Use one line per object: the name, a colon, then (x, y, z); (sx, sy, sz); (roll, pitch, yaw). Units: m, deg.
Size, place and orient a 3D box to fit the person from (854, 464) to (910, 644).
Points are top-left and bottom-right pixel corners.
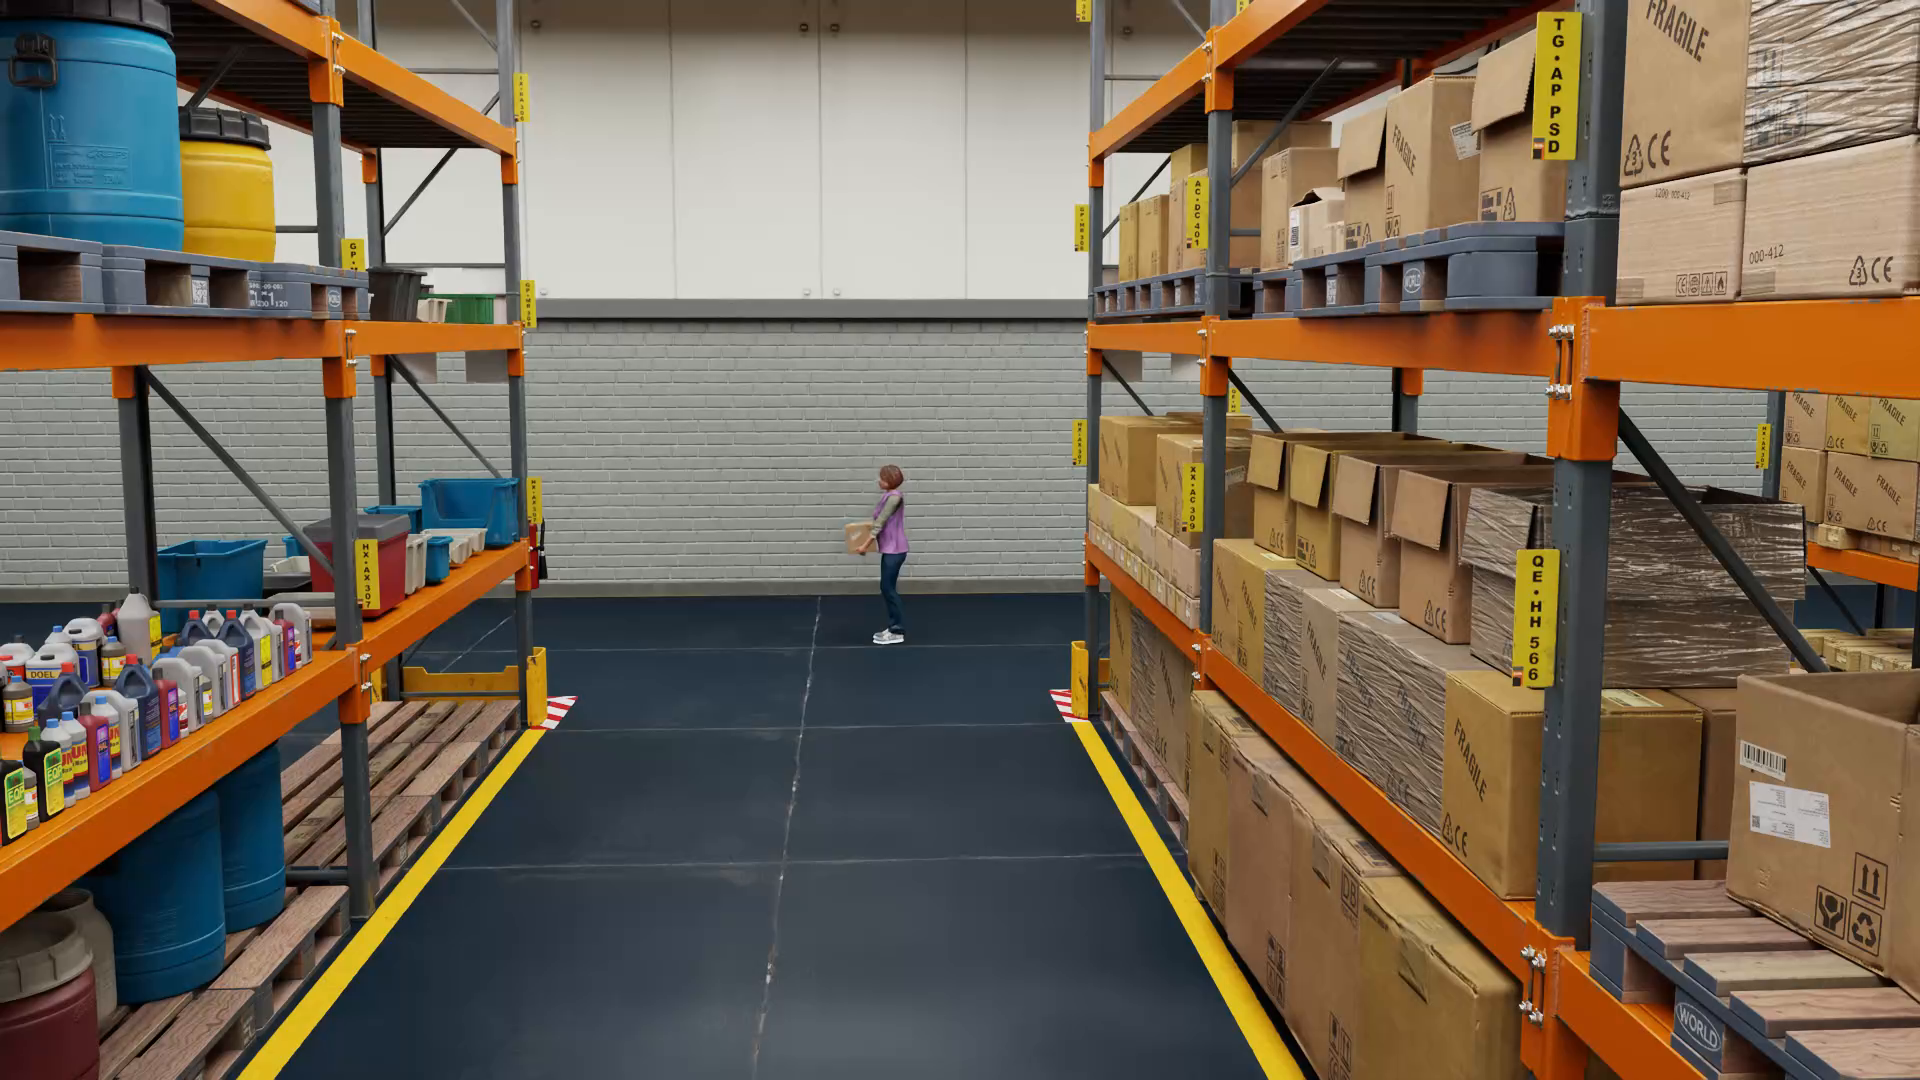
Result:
person: (-0.700, 0.123, 14.827); (0.502, 1.600, 0.375); (-1, 7, -4)
